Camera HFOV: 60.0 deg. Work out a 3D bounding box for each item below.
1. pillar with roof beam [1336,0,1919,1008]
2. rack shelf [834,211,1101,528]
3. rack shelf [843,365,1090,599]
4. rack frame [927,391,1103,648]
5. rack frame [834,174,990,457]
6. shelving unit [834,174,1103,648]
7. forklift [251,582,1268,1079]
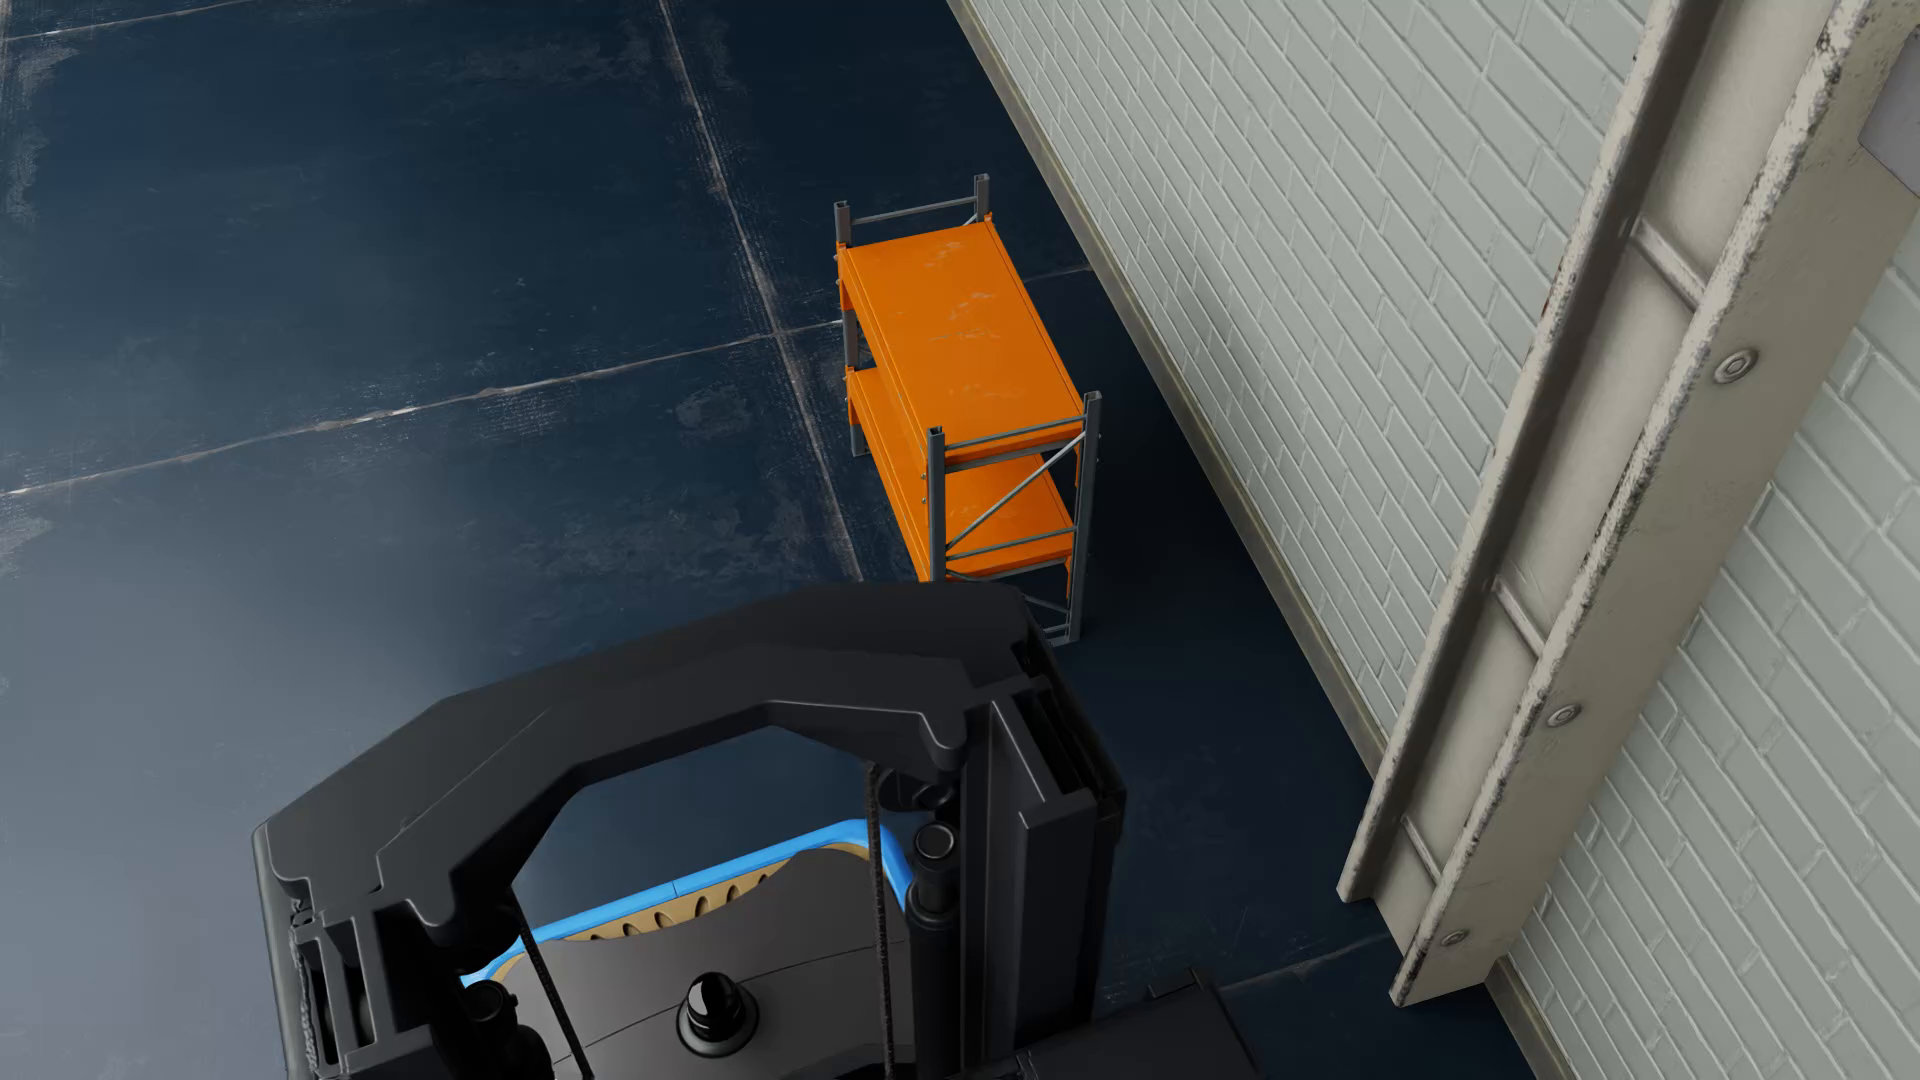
[{"bbox_3d":[-2.803,-0.798,0.537,9.100,9.000,0.400,-13,51,-11],"label":"pillar with roof beam"},{"bbox_3d":[0.002,-0.546,5.092,0.538,0.278,1.000,-13,51,-11],"label":"rack shelf"},{"bbox_3d":[0.002,-0.200,5.503,0.538,0.278,1.000,-13,51,-11],"label":"rack shelf"},{"bbox_3d":[0.152,0.014,5.003,0.500,1.125,0.032,-13,51,-11],"label":"rack frame"},{"bbox_3d":[-0.148,-0.729,5.629,0.500,1.125,0.032,-13,51,-11],"label":"rack frame"},{"bbox_3d":[0.002,-0.358,5.316,0.538,1.125,1.048,-13,51,-11],"label":"shelving unit"},{"bbox_3d":[-0.082,1.555,2.522,1.130,2.935,3.031,-17,52,-14],"label":"forklift"}]
